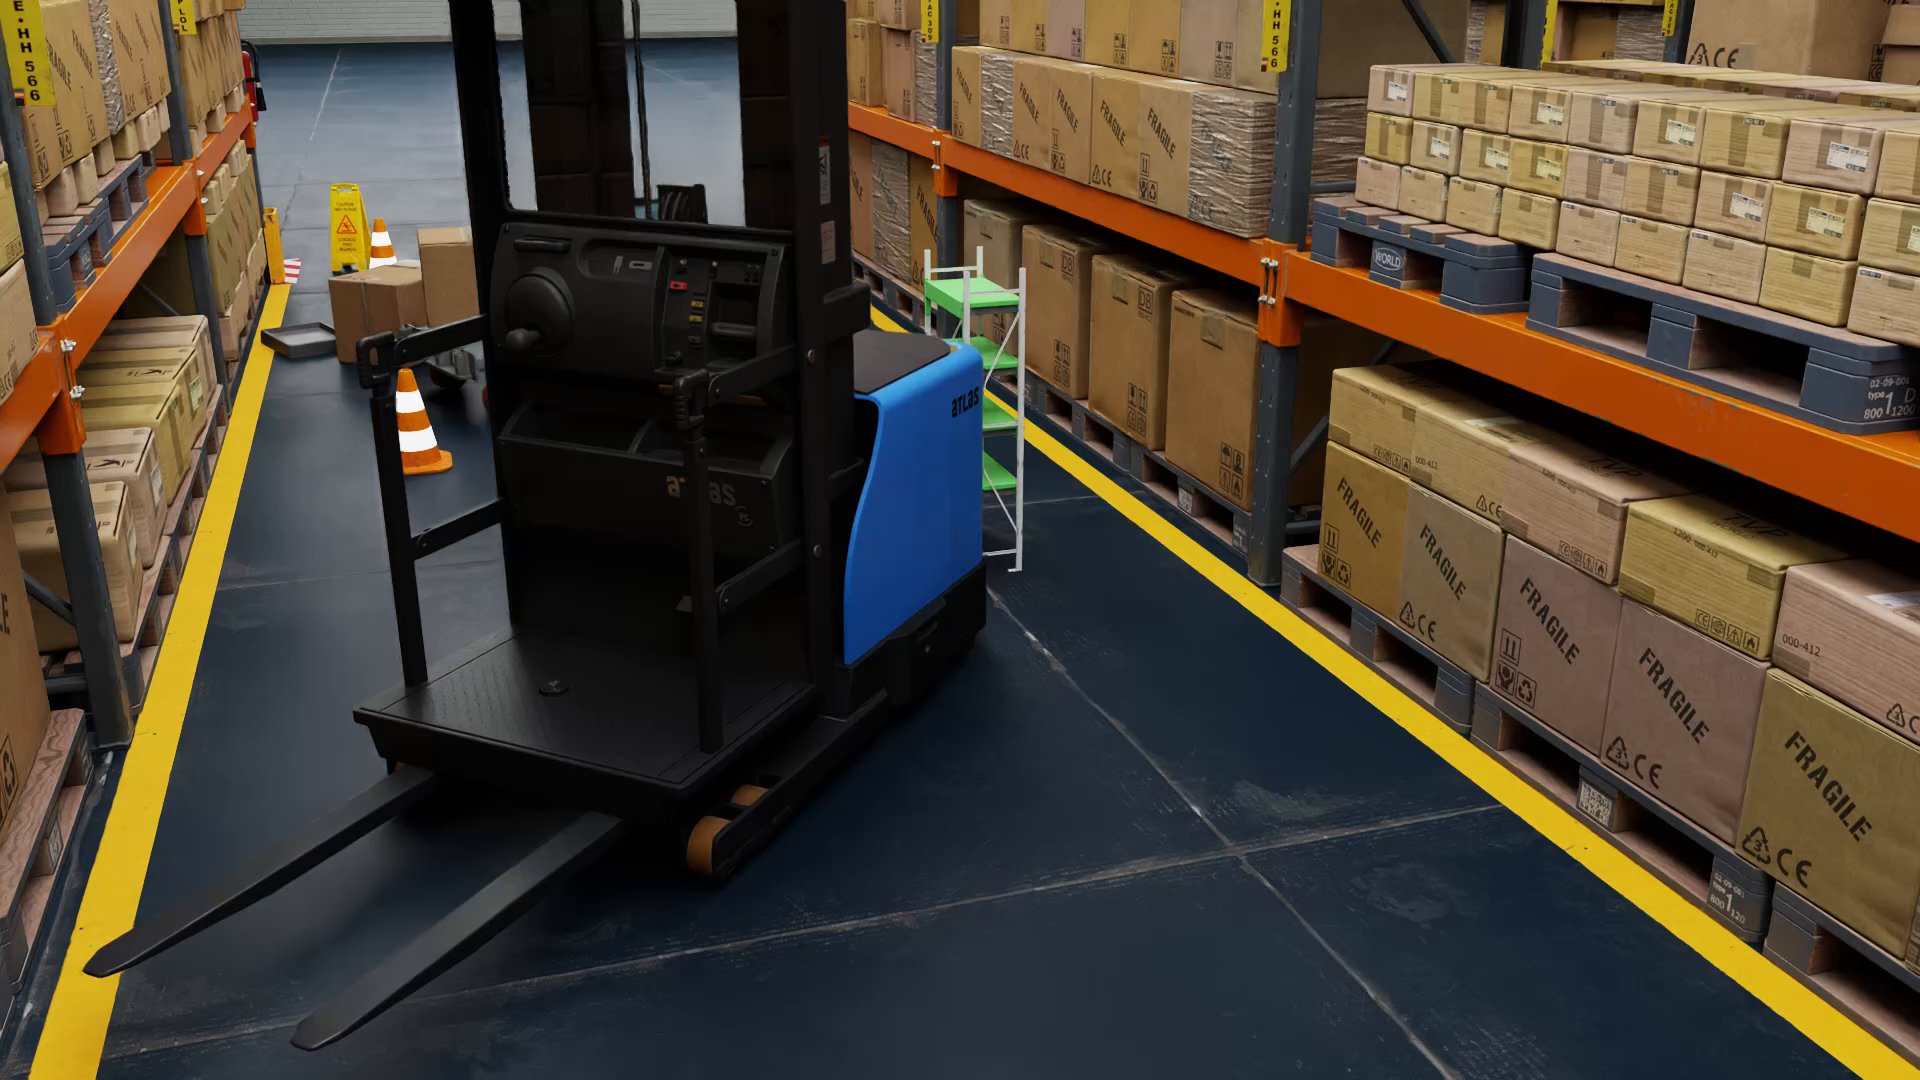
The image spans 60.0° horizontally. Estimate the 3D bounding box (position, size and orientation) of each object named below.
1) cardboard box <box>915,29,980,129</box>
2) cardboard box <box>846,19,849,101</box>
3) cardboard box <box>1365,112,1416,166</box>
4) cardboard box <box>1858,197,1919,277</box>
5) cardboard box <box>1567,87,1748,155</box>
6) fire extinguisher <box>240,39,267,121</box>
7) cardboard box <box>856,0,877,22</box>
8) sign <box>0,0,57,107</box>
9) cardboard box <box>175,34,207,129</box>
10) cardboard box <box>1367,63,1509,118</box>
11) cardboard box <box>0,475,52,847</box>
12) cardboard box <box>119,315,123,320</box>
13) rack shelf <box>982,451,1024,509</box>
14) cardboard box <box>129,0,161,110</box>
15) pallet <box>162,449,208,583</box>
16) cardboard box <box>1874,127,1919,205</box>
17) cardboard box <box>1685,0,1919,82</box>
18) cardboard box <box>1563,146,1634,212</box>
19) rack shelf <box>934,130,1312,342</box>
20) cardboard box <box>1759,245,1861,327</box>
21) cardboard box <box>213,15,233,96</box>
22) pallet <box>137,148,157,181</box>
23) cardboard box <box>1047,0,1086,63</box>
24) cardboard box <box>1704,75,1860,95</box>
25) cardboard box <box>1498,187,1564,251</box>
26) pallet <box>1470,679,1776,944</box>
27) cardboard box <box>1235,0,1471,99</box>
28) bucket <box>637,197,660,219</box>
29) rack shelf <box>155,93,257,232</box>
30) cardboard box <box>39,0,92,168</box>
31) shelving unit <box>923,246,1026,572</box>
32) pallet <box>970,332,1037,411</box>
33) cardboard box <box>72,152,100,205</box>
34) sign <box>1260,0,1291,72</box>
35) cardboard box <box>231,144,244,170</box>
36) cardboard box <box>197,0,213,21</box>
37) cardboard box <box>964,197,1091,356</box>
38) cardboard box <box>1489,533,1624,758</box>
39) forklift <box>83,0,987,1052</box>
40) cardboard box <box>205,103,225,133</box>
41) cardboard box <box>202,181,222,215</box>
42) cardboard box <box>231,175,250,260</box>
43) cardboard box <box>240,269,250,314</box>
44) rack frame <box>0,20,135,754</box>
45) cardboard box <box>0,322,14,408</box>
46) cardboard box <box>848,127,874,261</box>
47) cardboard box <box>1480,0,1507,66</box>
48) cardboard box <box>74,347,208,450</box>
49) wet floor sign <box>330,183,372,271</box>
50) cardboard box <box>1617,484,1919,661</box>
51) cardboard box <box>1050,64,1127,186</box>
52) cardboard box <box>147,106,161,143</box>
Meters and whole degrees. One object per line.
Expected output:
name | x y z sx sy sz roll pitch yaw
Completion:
cardboard box | 0.230 -2.766 9.957 0.875 0.550 0.550 -6 21 -17
cardboard box | -0.490 -3.451 11.864 0.875 0.550 0.550 -6 21 -17
cardboard box | 1.576 -1.337 5.513 0.380 0.149 0.250 -5 20 -15
cardboard box | 2.229 -0.672 3.660 0.380 0.149 0.250 -8 21 -20
cardboard box | 1.905 -1.148 4.545 0.380 0.149 0.250 -5 20 -15
fire extinguisher | -5.166 -3.352 11.927 0.296 0.674 0.183 -6 21 -17
cardboard box | -0.223 -3.800 11.239 0.875 0.550 0.500 -6 21 -17
sign | -2.527 -1.341 4.499 0.100 0.325 0.005 -6 21 -17
cardboard box | -4.184 -2.377 8.510 0.500 0.500 0.500 -6 21 -17
cardboard box | 1.577 -1.483 5.479 0.380 0.149 0.250 -6 21 -17
cardboard box | -2.915 0.297 4.174 0.875 0.875 0.875 -7 21 -18
cardboard box | -4.751 -1.084 8.944 0.500 0.250 0.500 -5 20 -15
rack shelf | 0.052 -0.226 6.669 0.258 0.148 0.480 -6 21 -17
cardboard box | -3.790 -2.121 7.176 0.500 0.500 0.500 -6 21 -17
pallet | -3.677 -0.065 6.786 1.003 0.211 1.213 -6 21 -17
cardboard box | 2.239 -0.811 3.607 0.380 0.149 0.250 -7 21 -19
cardboard box | 5.214 -3.283 10.109 1.000 1.000 1.000 -6 21 -17
cardboard box | 1.907 -1.004 4.585 0.380 0.149 0.250 -6 21 -17
rack shelf | 0.986 -1.597 7.991 1.077 0.370 4.000 -6 21 -17
cardboard box | 2.146 -0.614 3.939 0.380 0.149 0.250 -5 20 -15
cardboard box | -4.829 -3.023 10.308 0.500 0.500 0.500 -6 21 -17
pallet | -4.208 -1.669 7.408 1.003 0.211 1.213 -6 21 -17
cardboard box | 0.841 -2.610 8.118 0.700 0.500 0.500 -6 21 -17
cardboard box | 2.450 -1.295 4.955 0.380 0.149 0.250 -6 21 -16
cardboard box | 1.819 -0.950 4.873 0.380 0.149 0.250 -5 20 -15
pallet | 2.238 0.660 4.767 1.003 0.211 1.213 -6 21 -17
cardboard box | 1.483 -1.957 6.301 0.700 0.500 0.500 -7 21 -17
bucket | -1.874 -1.551 9.392 0.726 0.611 0.620 1 30 2
rack shelf | -4.939 -2.323 10.010 1.077 0.370 4.000 -6 21 -17
cardboard box | -3.145 -1.456 5.324 0.500 0.500 0.500 -5 20 -14
shelving unit | 0.052 -0.512 6.566 0.258 1.200 0.503 -6 21 -17
pallet | 0.671 -1.026 9.460 1.003 0.211 1.213 -6 21 -17
cardboard box | -3.145 -1.217 5.617 0.380 0.149 0.250 -6 21 -17
sign | 1.088 -1.779 5.720 0.100 0.325 0.005 -6 21 -17
cardboard box | -4.813 -2.444 10.661 0.380 0.149 0.250 -6 21 -16
cardboard box | -4.383 -3.008 8.785 0.700 0.500 0.500 -6 21 -17
cardboard box | 0.637 -1.527 9.437 1.050 0.750 0.750 -6 21 -17
cardboard box | 1.921 0.264 4.821 0.500 0.500 0.500 -7 21 -19
forklift | -0.984 -0.646 4.379 1.130 2.935 3.031 9 22 23
cardboard box | -4.498 -2.448 9.666 0.380 0.149 0.250 -6 21 -17
cardboard box | -4.222 -1.846 8.995 0.380 0.149 0.250 -6 21 -16
cardboard box | -4.749 -2.000 10.386 0.500 0.500 0.500 -7 21 -18
cardboard box | -4.587 -1.481 10.049 0.500 0.250 0.500 -7 21 -18
rack frame | -3.053 -0.736 4.528 1.000 3.000 0.127 -6 21 -17
cardboard box | -2.472 -0.368 3.726 0.500 0.250 0.500 -6 21 -16
cardboard box | -0.346 -2.566 12.146 0.875 0.875 0.875 -7 21 -18
cardboard box | 4.520 -3.889 12.719 0.875 0.500 0.500 -6 21 -17
cardboard box | -3.914 -0.582 7.366 0.950 0.372 0.625 -5 20 -14
wet floor sign | -4.612 -2.370 12.560 0.267 0.644 0.232 1 20 2
cardboard box | 2.069 0.069 4.255 0.500 0.250 0.500 -7 21 -20
cardboard box | 0.740 -1.942 7.738 0.500 0.500 0.500 -6 21 -16
cardboard box | -3.705 -1.798 7.234 0.380 0.149 0.250 -7 21 -18
